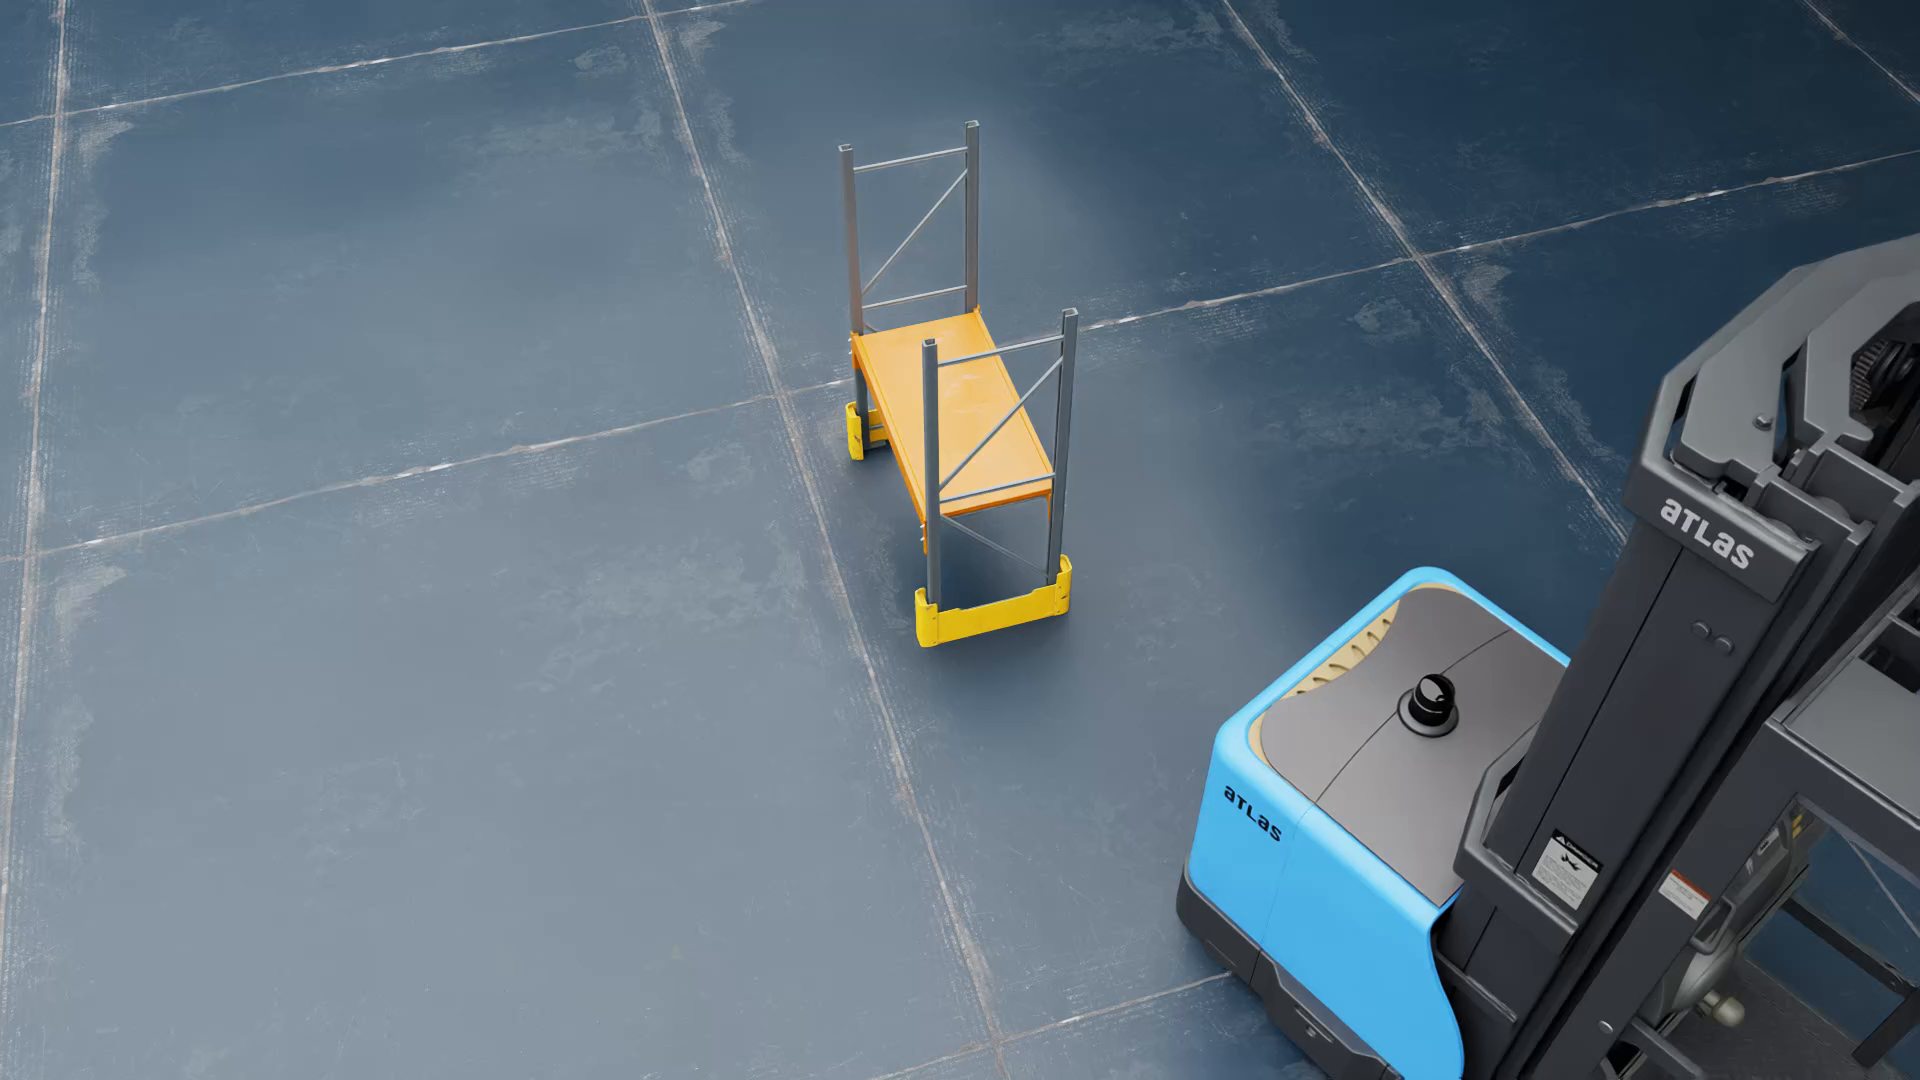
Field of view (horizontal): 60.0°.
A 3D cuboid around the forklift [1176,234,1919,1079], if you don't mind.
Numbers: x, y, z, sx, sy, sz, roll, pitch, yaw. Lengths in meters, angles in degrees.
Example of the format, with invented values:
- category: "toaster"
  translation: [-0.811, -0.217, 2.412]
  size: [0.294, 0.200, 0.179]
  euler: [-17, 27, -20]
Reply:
- category: "forklift"
  translation: [2.063, 0.889, 3.873]
  size: [1.130, 2.935, 3.031]
  euler: [-34, 58, -25]

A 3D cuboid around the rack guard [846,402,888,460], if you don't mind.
- category: "rack guard"
  translation: [-0.170, -0.500, 6.798]
  size: [0.587, 0.250, 0.087]
  euler: [-13, 51, -11]

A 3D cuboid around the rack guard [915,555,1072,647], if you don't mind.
- category: "rack guard"
  translation: [0.125, 0.227, 6.184]
  size: [0.587, 0.250, 0.087]
  euler: [-13, 51, -11]

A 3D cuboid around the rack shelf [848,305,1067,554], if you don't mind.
- category: "rack shelf"
  translation: [-0.025, -0.430, 6.156]
  size: [0.538, 0.185, 1.000]
  euler: [-13, 51, -11]

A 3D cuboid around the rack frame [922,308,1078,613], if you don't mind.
- category: "rack frame"
  translation: [0.125, -0.174, 5.706]
  size: [0.500, 1.500, 0.032]
  euler: [-13, 51, -11]

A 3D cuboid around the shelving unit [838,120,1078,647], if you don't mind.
- category: "shelving unit"
  translation: [-0.023, -0.539, 6.013]
  size: [0.587, 1.500, 1.083]
  euler: [-13, 51, -11]

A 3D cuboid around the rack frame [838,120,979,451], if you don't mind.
- category: "rack frame"
  translation: [-0.176, -0.917, 6.332]
  size: [0.500, 1.500, 0.032]
  euler: [-13, 51, -11]
